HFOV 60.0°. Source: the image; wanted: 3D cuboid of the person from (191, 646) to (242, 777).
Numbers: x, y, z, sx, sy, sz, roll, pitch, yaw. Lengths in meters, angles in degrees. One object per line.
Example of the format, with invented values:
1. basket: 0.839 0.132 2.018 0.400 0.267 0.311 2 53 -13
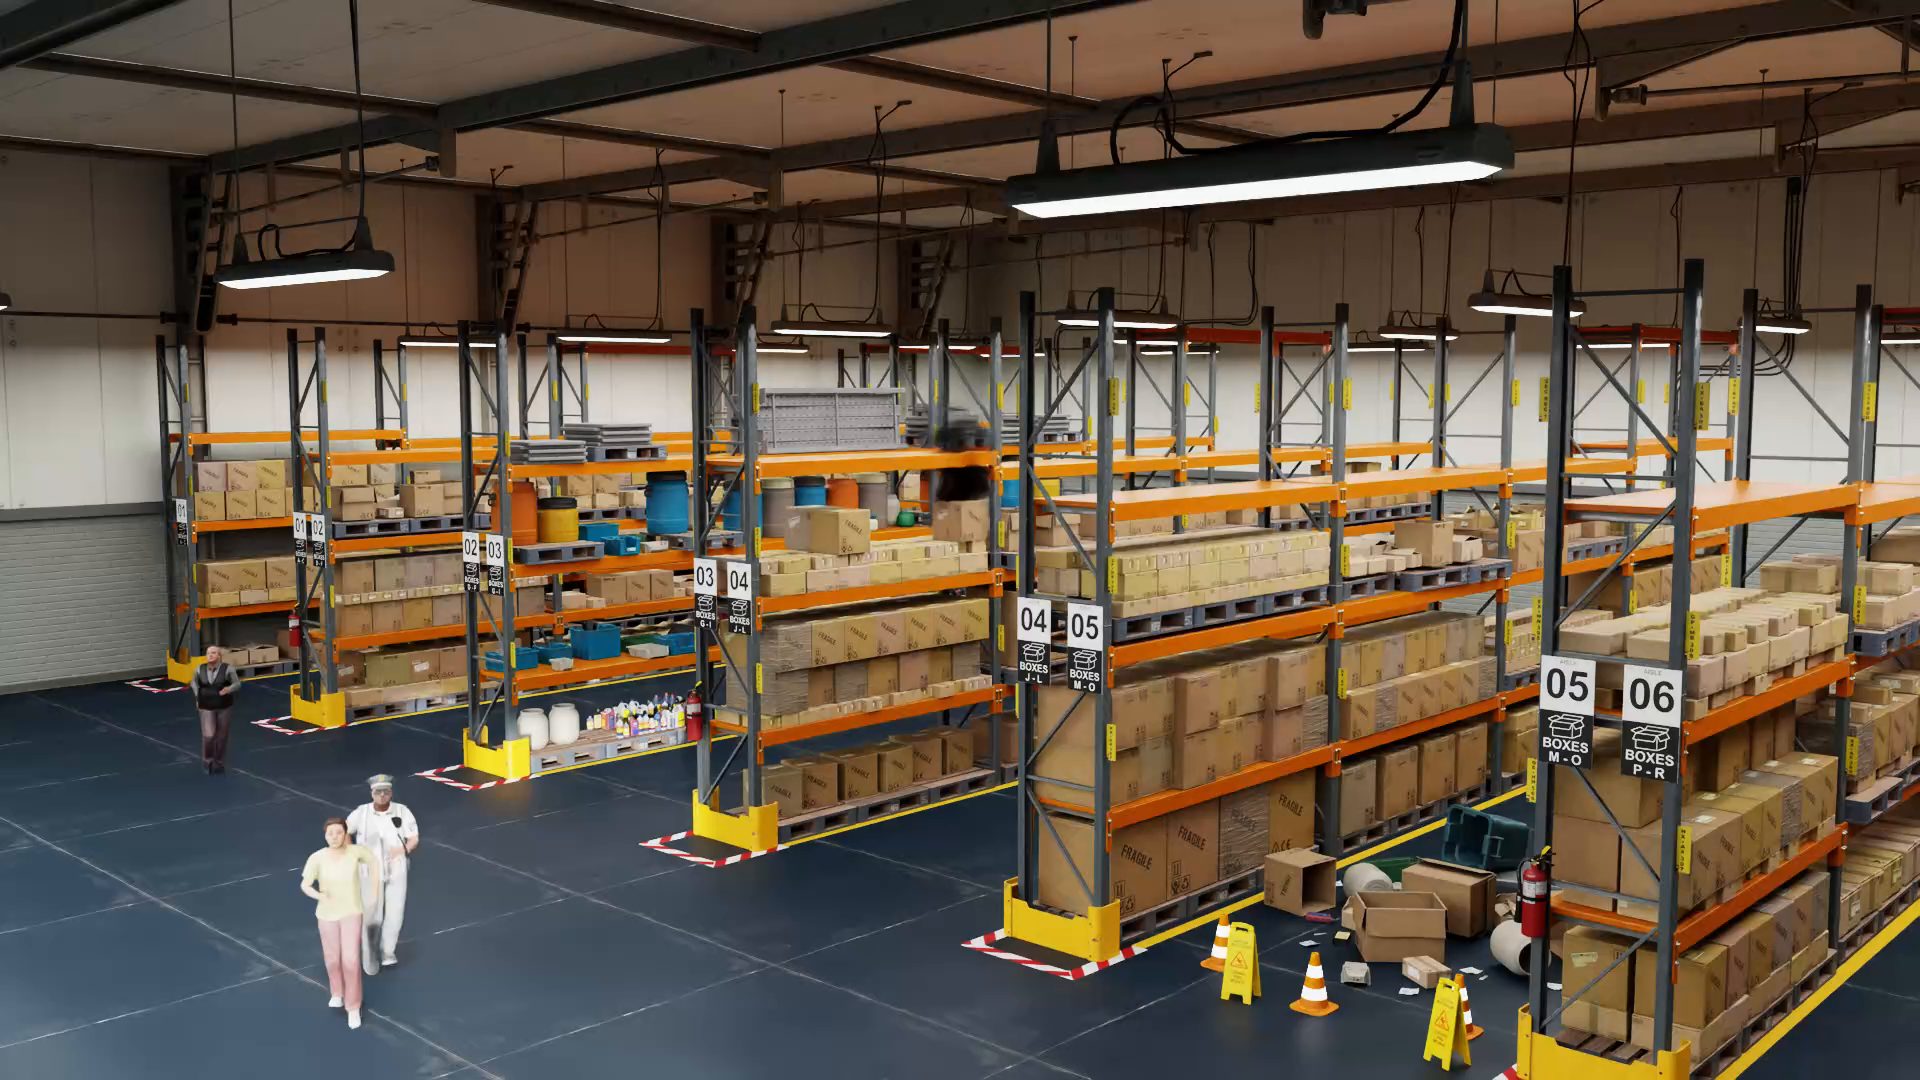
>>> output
1. person: -9.818 2.262 21.963 0.631 1.738 0.704 -2 6 -20

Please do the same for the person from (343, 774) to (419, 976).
1. person: -5.050 2.924 14.537 0.637 1.775 0.685 -3 6 -26

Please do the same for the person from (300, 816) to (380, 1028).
1. person: -5.017 3.088 13.488 0.591 1.737 0.715 -2 6 -16
